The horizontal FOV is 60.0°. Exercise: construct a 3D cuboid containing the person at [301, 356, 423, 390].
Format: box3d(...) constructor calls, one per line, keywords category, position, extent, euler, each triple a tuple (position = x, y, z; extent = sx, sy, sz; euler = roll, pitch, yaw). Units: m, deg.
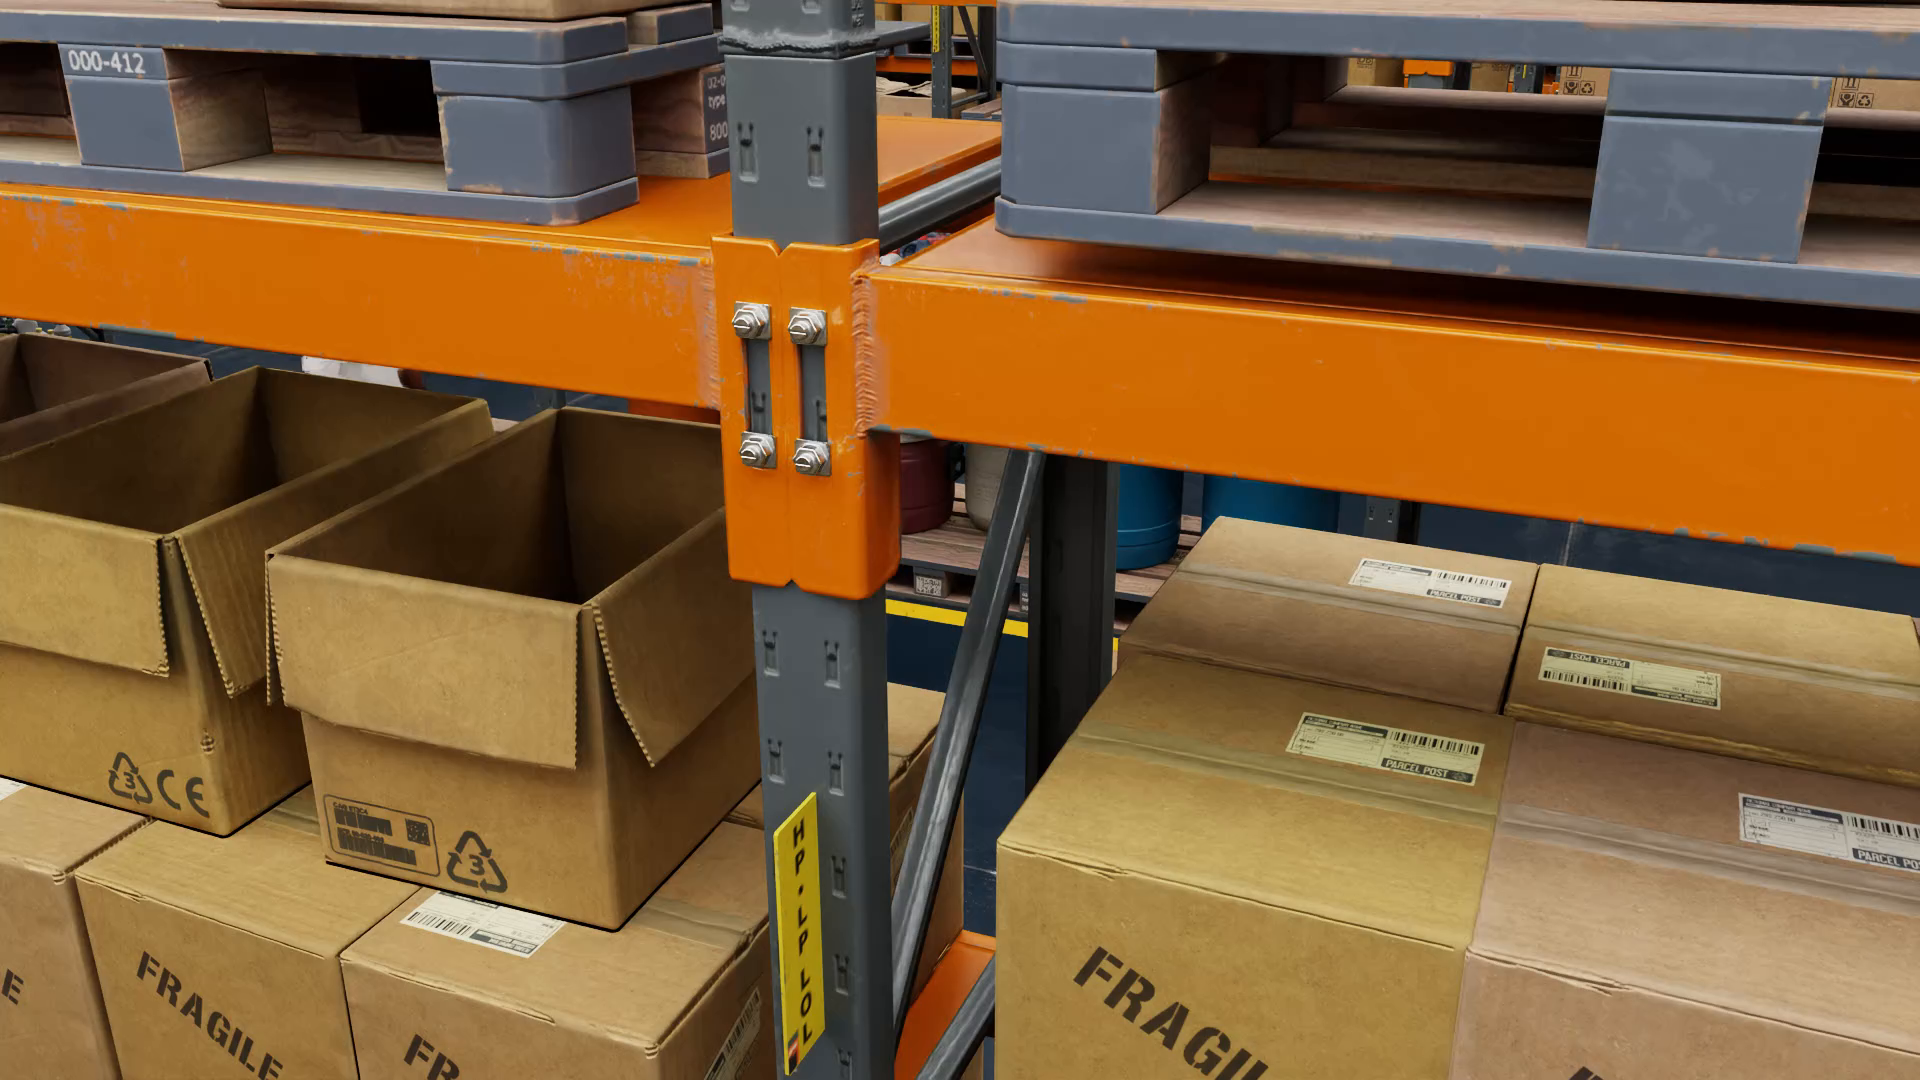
box3d(category="person", position=(-2.501, -0.465, 7.179), extent=(0.681, 1.746, 0.668), euler=(7, 23, 17))
